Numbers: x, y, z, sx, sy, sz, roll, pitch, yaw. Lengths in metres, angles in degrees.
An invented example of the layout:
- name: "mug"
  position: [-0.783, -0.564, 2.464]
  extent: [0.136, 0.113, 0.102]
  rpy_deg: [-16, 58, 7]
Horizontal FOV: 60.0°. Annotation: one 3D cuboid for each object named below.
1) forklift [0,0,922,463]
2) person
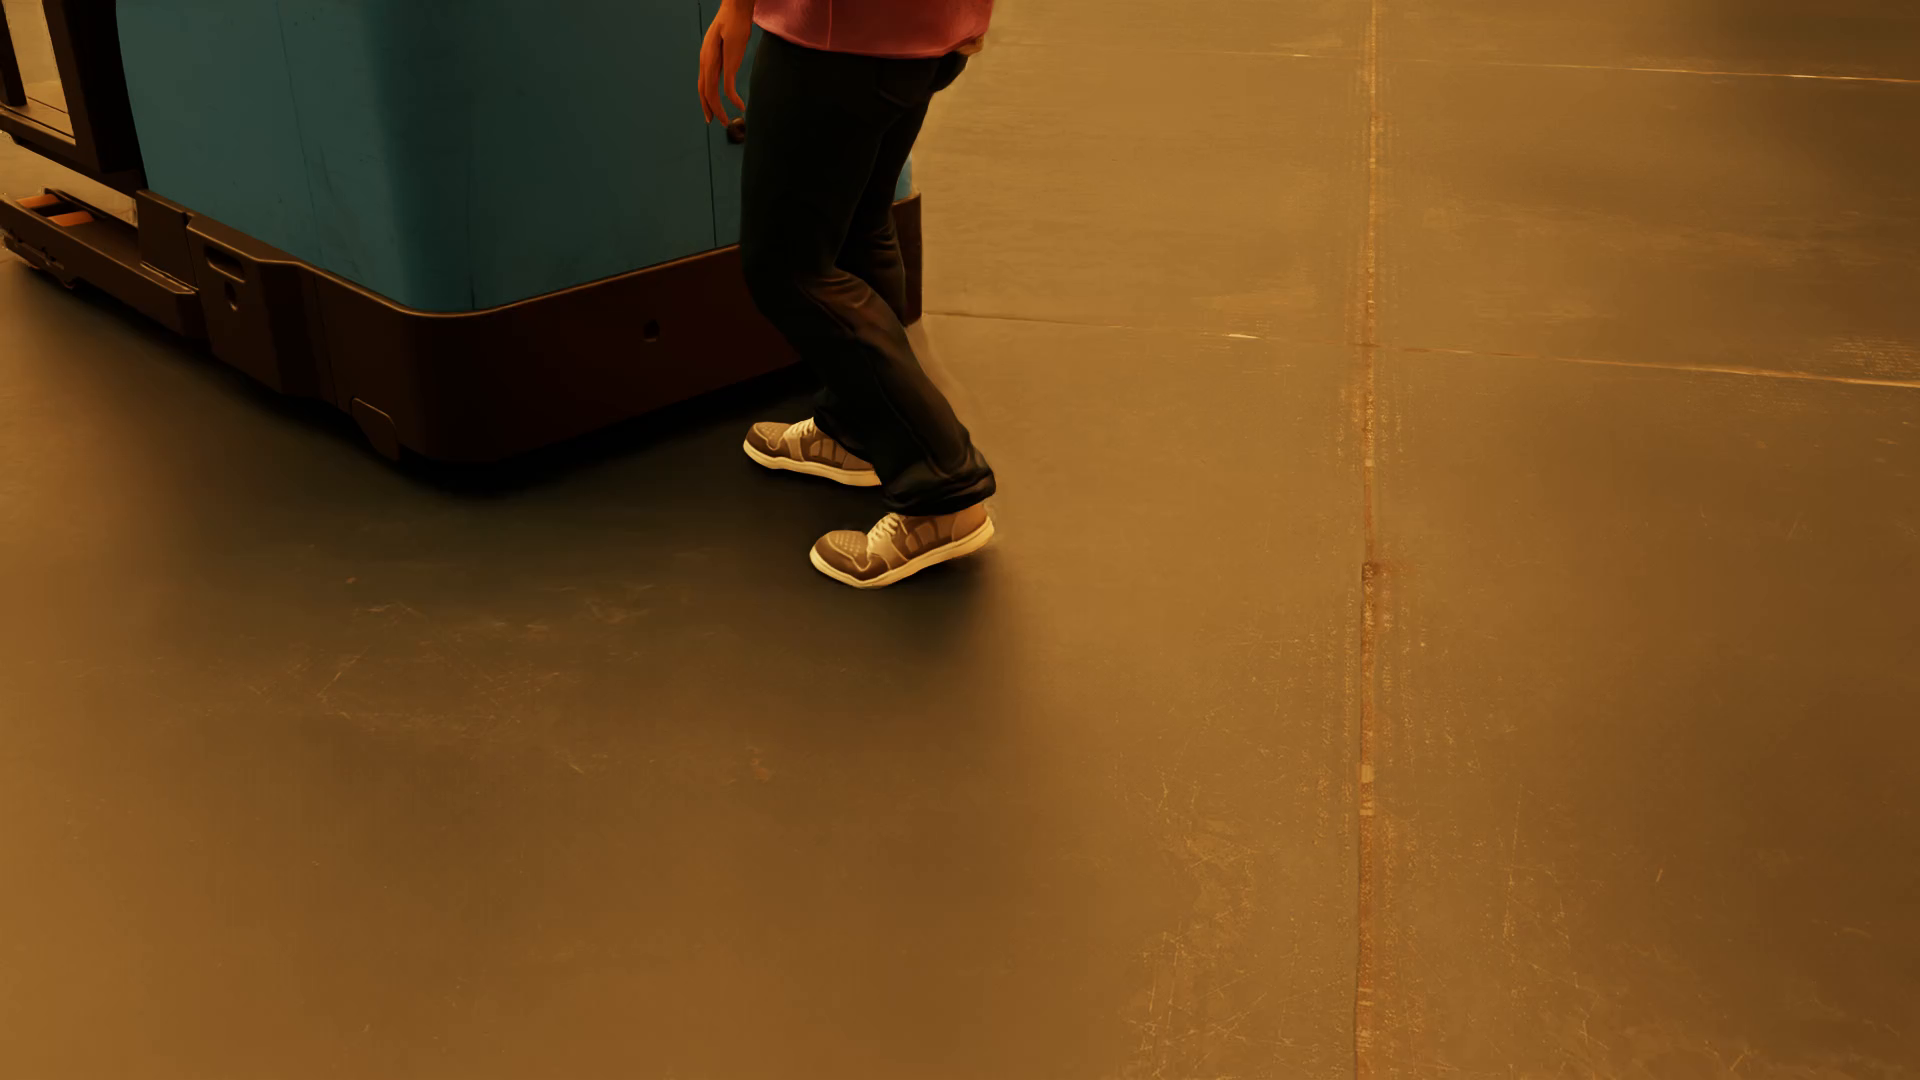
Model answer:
- name: "forklift"
  position: [-1.476, -1.989, 3.189]
  extent: [3.031, 2.935, 1.130]
  rpy_deg: [24, 35, 39]
- name: "person"
  position: [-0.198, -0.683, 2.141]
  extent: [0.520, 1.565, 0.573]
  rpy_deg: [10, 28, 18]
